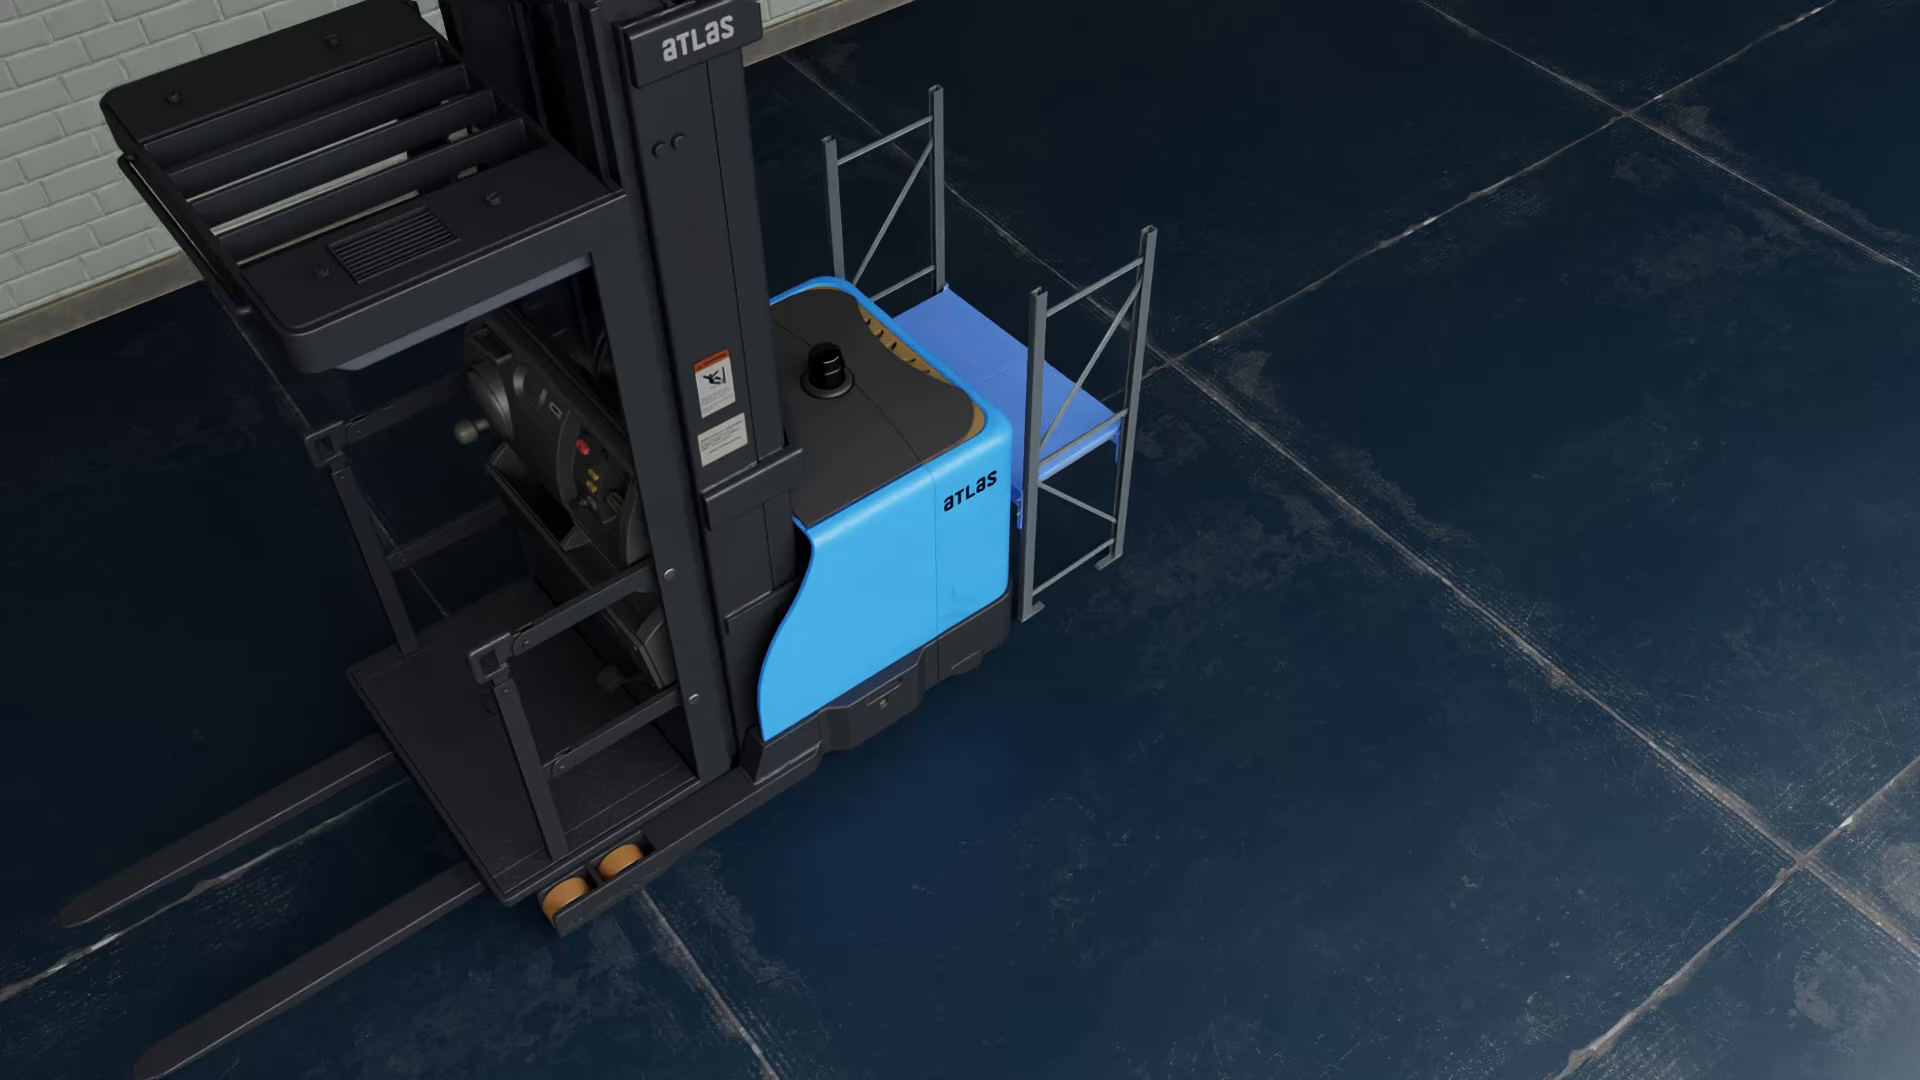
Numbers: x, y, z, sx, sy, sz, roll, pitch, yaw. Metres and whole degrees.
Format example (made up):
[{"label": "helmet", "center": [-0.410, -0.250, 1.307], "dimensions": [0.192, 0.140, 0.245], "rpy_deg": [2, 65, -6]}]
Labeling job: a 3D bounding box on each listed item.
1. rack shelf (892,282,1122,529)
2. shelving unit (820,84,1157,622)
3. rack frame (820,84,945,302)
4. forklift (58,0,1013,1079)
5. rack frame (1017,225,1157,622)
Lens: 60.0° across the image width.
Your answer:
[{"label": "rack shelf", "center": [0.075, -0.501, 5.935], "dimensions": [0.538, 0.185, 1.000], "rpy_deg": [-32, 55, -26]}, {"label": "shelving unit", "center": [0.075, -0.622, 5.802], "dimensions": [0.538, 1.500, 1.048], "rpy_deg": [-32, 55, -26]}, {"label": "rack frame", "center": [-0.256, -0.908, 6.061], "dimensions": [0.500, 1.500, 0.032], "rpy_deg": [-32, 55, -26]}, {"label": "forklift", "center": [-1.290, -0.225, 4.476], "dimensions": [3.031, 2.935, 1.130], "rpy_deg": [-30, 55, -25]}, {"label": "rack frame", "center": [0.405, -0.336, 5.542], "dimensions": [0.500, 1.500, 0.032], "rpy_deg": [-32, 55, -26]}]
